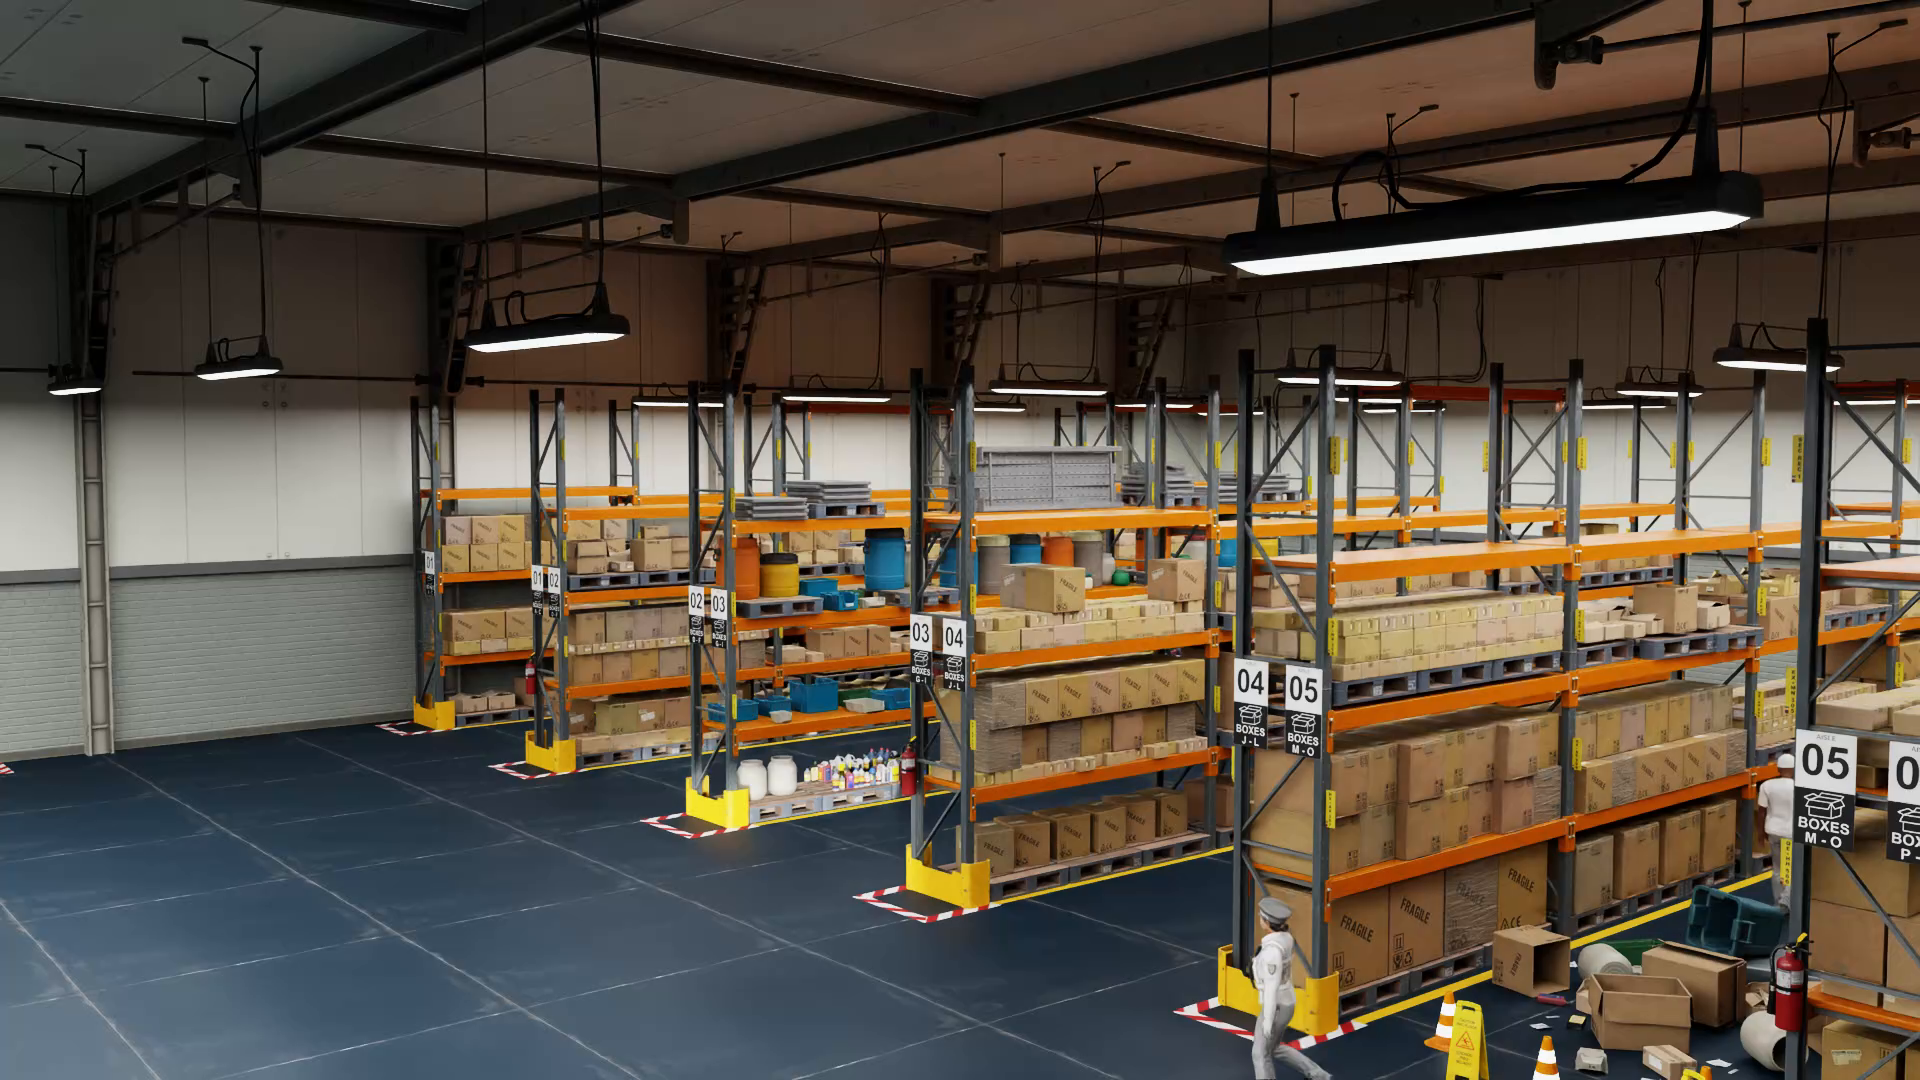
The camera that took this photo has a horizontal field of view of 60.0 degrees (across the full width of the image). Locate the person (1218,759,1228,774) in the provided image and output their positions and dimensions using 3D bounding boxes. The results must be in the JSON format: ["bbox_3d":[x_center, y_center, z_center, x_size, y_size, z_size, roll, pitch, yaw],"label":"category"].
[{"bbox_3d":[3.756,2.959,23.913,0.451,1.704,0.595,3,5,42],"label":"person"}]

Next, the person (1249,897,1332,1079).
[{"bbox_3d":[2.483,3.563,12.699,0.714,1.662,0.483,1,3,12],"label":"person"}]

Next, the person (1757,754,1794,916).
[{"bbox_3d":[8.978,3.220,18.108,0.529,1.763,0.598,-3,4,-39],"label":"person"}]
